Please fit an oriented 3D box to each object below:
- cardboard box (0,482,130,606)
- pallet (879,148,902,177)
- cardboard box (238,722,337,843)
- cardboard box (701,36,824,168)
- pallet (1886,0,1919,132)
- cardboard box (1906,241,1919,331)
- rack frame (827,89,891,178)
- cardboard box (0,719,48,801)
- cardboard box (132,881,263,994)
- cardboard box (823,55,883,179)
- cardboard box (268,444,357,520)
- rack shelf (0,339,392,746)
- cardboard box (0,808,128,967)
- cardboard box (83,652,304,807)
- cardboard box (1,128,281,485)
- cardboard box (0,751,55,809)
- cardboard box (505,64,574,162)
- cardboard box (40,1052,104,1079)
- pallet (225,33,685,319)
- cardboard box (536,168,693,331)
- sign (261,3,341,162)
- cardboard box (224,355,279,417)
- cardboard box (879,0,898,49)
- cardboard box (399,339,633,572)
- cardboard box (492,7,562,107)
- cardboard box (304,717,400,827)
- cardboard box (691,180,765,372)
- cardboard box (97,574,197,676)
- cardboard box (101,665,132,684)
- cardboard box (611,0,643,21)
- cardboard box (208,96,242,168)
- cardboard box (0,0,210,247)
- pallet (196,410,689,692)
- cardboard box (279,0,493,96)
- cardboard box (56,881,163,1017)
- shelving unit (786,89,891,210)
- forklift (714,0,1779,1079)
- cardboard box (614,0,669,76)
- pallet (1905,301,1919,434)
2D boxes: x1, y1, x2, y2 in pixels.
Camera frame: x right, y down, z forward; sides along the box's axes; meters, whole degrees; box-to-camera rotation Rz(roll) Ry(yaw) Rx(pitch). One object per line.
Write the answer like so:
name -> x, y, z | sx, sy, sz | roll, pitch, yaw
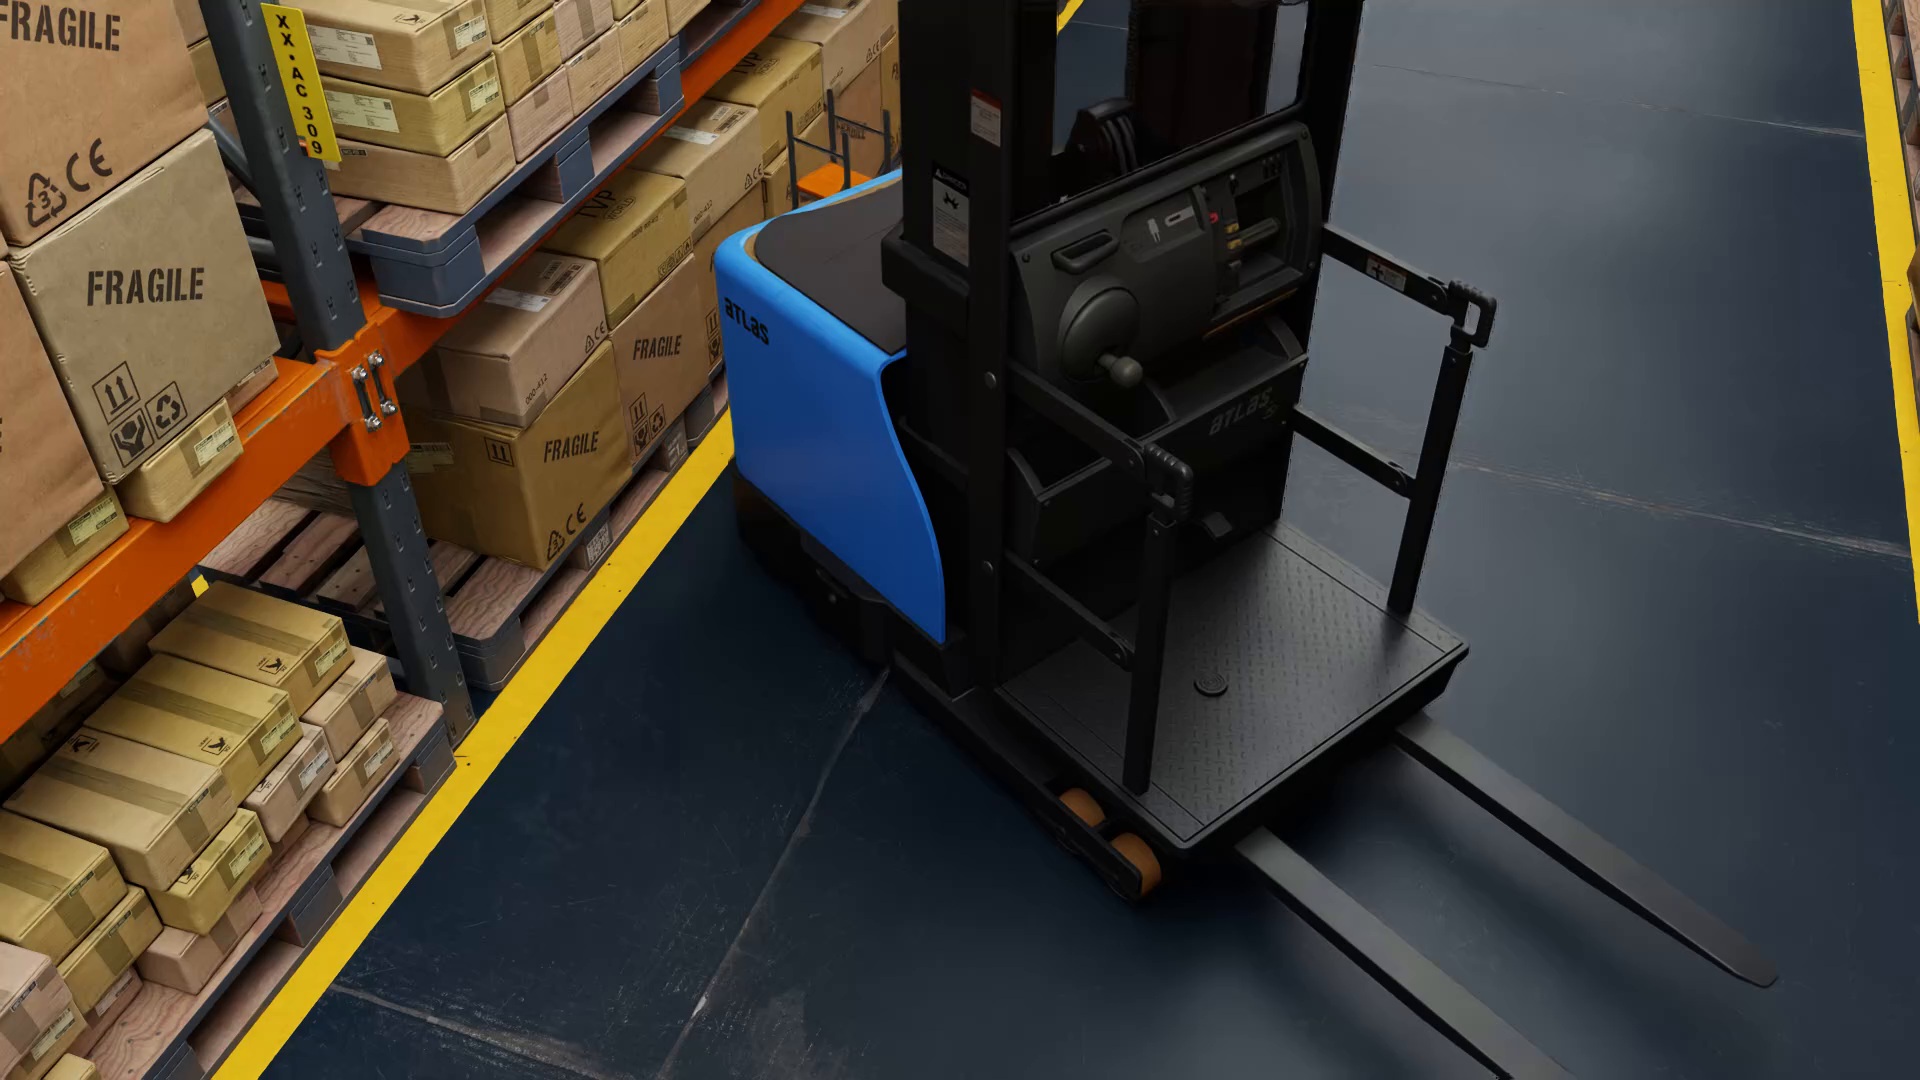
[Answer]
cardboard box -> -1.850, -0.050, 3.191 | 0.380, 0.149, 0.250 | 15, 43, 17
pallet -> -0.740, -1.605, 6.969 | 1.003, 0.211, 1.213 | 13, 42, 15
cardboard box -> -1.729, 0.540, 3.950 | 0.380, 0.149, 0.250 | 11, 42, 13
cardboard box -> -0.810, -1.544, 5.773 | 0.500, 0.250, 0.500 | 14, 42, 16
pallet -> 4.843, -2.137, 7.592 | 1.003, 0.211, 1.213 | 13, 42, 15
cardboard box -> 3.900, -0.915, 5.325 | 1.225, 0.875, 0.875 | 11, 42, 13
rack frame -> -0.303, -0.850, 5.321 | 0.240, 1.200, 0.006 | 27, 47, 28
cardboard box -> -2.342, 0.480, 3.791 | 0.380, 0.149, 0.250 | 13, 42, 14
cardboard box -> -1.850, 0.852, 3.813 | 0.380, 0.149, 0.250 | 12, 42, 14
cardboard box -> -0.632, -1.576, 6.388 | 0.500, 0.500, 0.500 | 15, 43, 17
cardboard box -> -1.823, -0.419, 5.032 | 0.500, 0.500, 0.500 | 13, 42, 14
rack shelf -> -2.523, 0.791, 2.566 | 1.077, 0.370, 4.000 | 13, 42, 15
cardboard box -> -2.007, 0.730, 3.498 | 0.380, 0.149, 0.250 | 15, 43, 16
cardboard box -> -1.766, 0.435, 3.843 | 0.380, 0.149, 0.250 | 14, 42, 16
cardboard box -> -1.739, -0.496, 3.214 | 0.500, 0.500, 0.500 | 13, 42, 15
cardboard box -> -2.315, 0.590, 3.891 | 0.380, 0.149, 0.250 | 13, 42, 15
cardboard box -> -1.183, -1.075, 4.069 | 0.380, 0.149, 0.250 | 14, 42, 16
cardboard box -> -2.007, 1.168, 3.442 | 0.380, 0.149, 0.250 | 13, 42, 15
pallet -> -1.441, -1.063, 4.333 | 1.003, 0.211, 1.213 | 13, 42, 15
cardboard box -> -1.158, -0.914, 5.035 | 0.500, 0.250, 0.500 | 14, 43, 16
sign -> -1.326, -0.916, 3.346 | 0.100, 0.325, 0.005 | 13, 42, 15
cardboard box -> -1.717, -0.381, 3.579 | 0.380, 0.149, 0.250 | 13, 42, 15
cardboard box -> -0.459, -2.161, 6.496 | 0.500, 0.250, 0.500 | 12, 42, 14
cardboard box -> -1.337, -0.303, 4.897 | 0.500, 0.500, 0.500 | 15, 43, 17
cardboard box -> -1.185, -1.177, 3.959 | 0.380, 0.149, 0.250 | 13, 42, 14
cardboard box -> -1.653, 0.537, 4.182 | 0.380, 0.149, 0.250 | 14, 42, 16
cardboard box -> -0.991, -0.949, 5.653 | 0.500, 0.500, 0.500 | 14, 42, 16
cardboard box -> -2.152, 0.160, 4.166 | 0.380, 0.149, 0.250 | 15, 43, 17
cardboard box -> -2.264, 0.259, 4.279 | 0.380, 0.149, 0.250 | 15, 43, 17
cardboard box -> -1.009, -1.493, 4.329 | 0.380, 0.149, 0.250 | 12, 42, 13
cardboard box -> -1.889, -1.053, 4.043 | 0.380, 0.149, 0.250 | 12, 42, 14
cardboard box -> -1.746, -0.887, 2.902 | 0.500, 0.500, 0.500 | 12, 42, 14
pallet -> -1.574, -0.117, 5.224 | 1.003, 0.211, 1.213 | 13, 42, 15
cardboard box -> -1.272, -1.131, 3.676 | 0.380, 0.149, 0.250 | 15, 43, 17
cardboard box -> -1.982, 0.838, 3.600 | 0.380, 0.149, 0.250 | 14, 42, 15
shelving unit -> -0.359, -0.803, 5.266 | 0.258, 1.200, 0.189 | 27, 47, 28
forklift -> 0.632, -0.583, 3.675 | 1.130, 2.935, 3.031 | -28, 48, -29
cardboard box -> -1.007, -1.380, 4.426 | 0.380, 0.149, 0.250 | 14, 42, 16
pallet -> 3.815, -0.455, 5.620 | 1.003, 0.211, 1.213 | 13, 42, 15
